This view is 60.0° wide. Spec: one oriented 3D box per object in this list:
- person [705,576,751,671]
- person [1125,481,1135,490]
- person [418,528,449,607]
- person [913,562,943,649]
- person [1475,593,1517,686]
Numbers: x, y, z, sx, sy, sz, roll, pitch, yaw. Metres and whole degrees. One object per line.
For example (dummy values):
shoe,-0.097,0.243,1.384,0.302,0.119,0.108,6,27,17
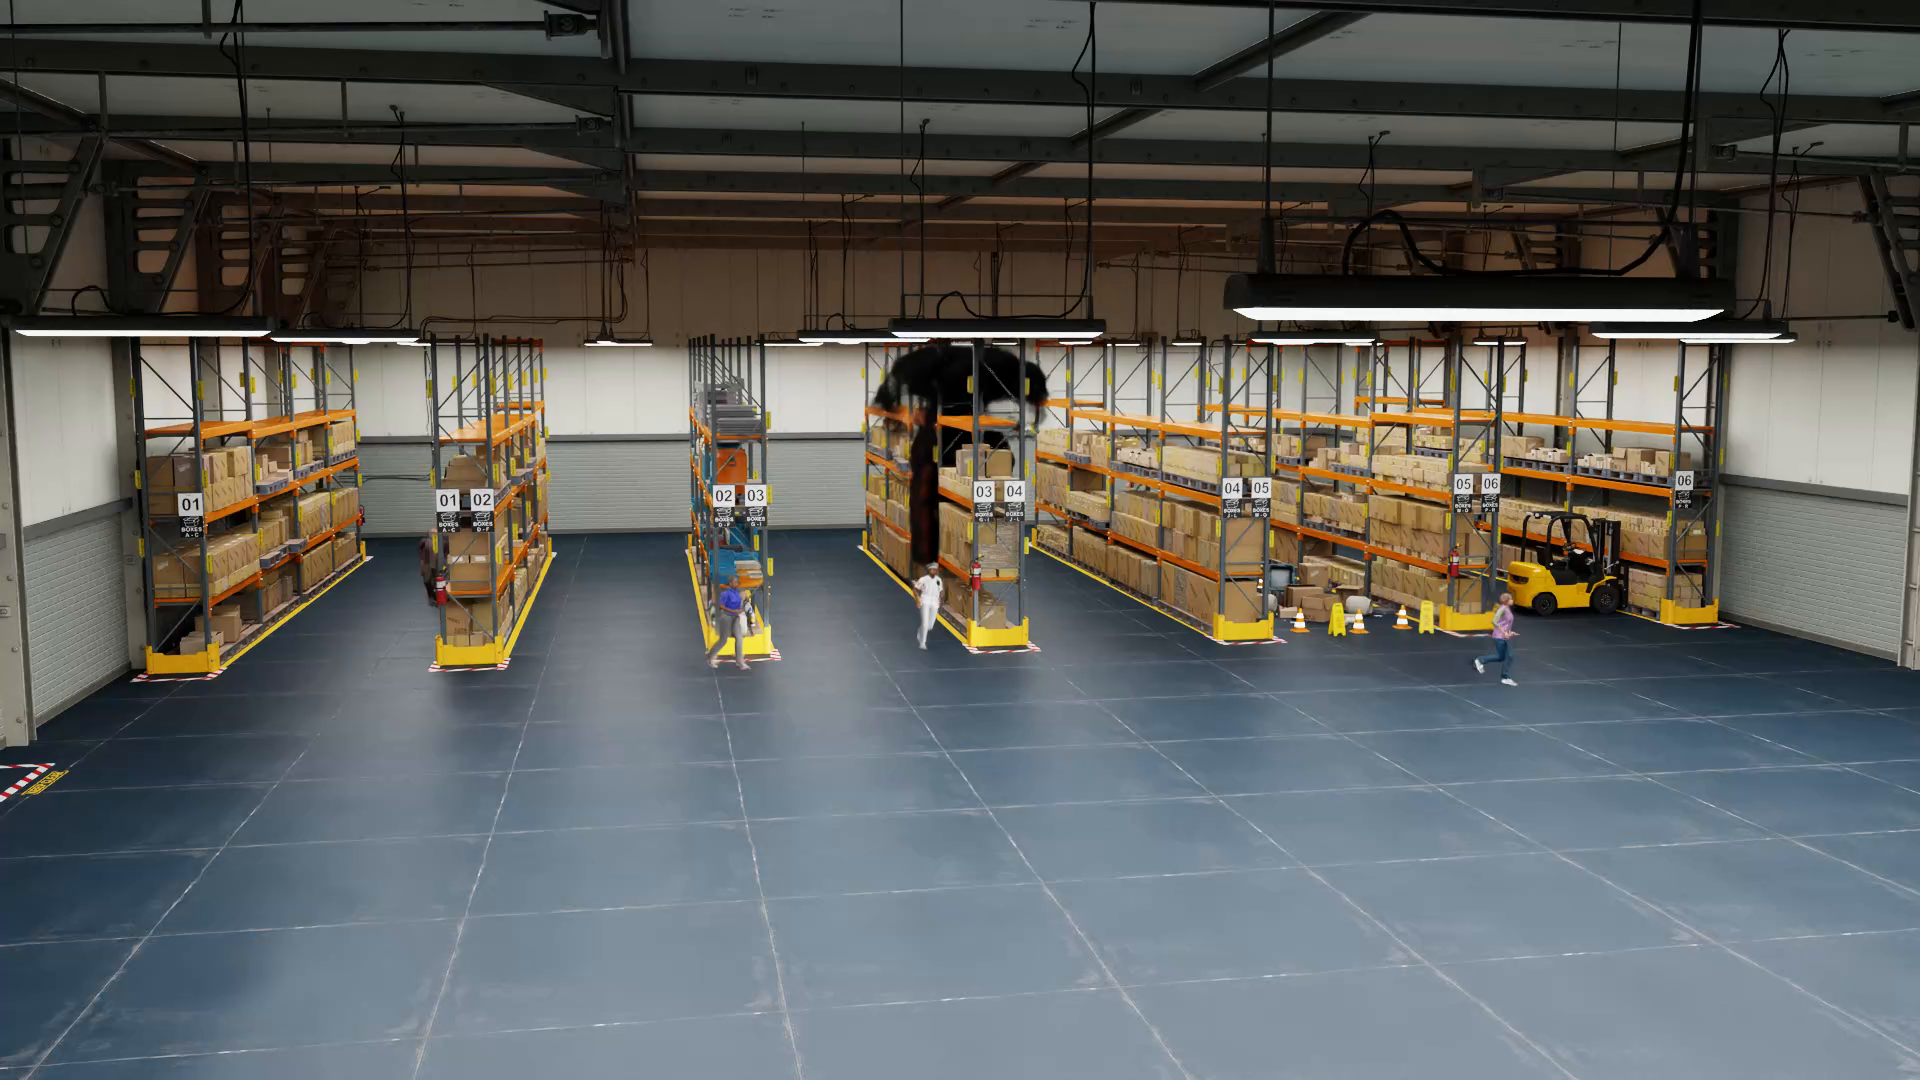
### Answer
person,-4.121,1.480,29.898,0.837,1.683,0.617,3,7,27
person,5.221,-1.011,51.345,0.967,1.677,0.593,-3,7,-27
person,-11.731,0.611,37.050,0.691,1.763,0.799,-1,7,-11
person,-0.609,1.245,32.149,0.612,1.654,0.678,-2,7,-20
person,9.266,1.686,28.613,0.747,1.582,0.566,5,8,35
